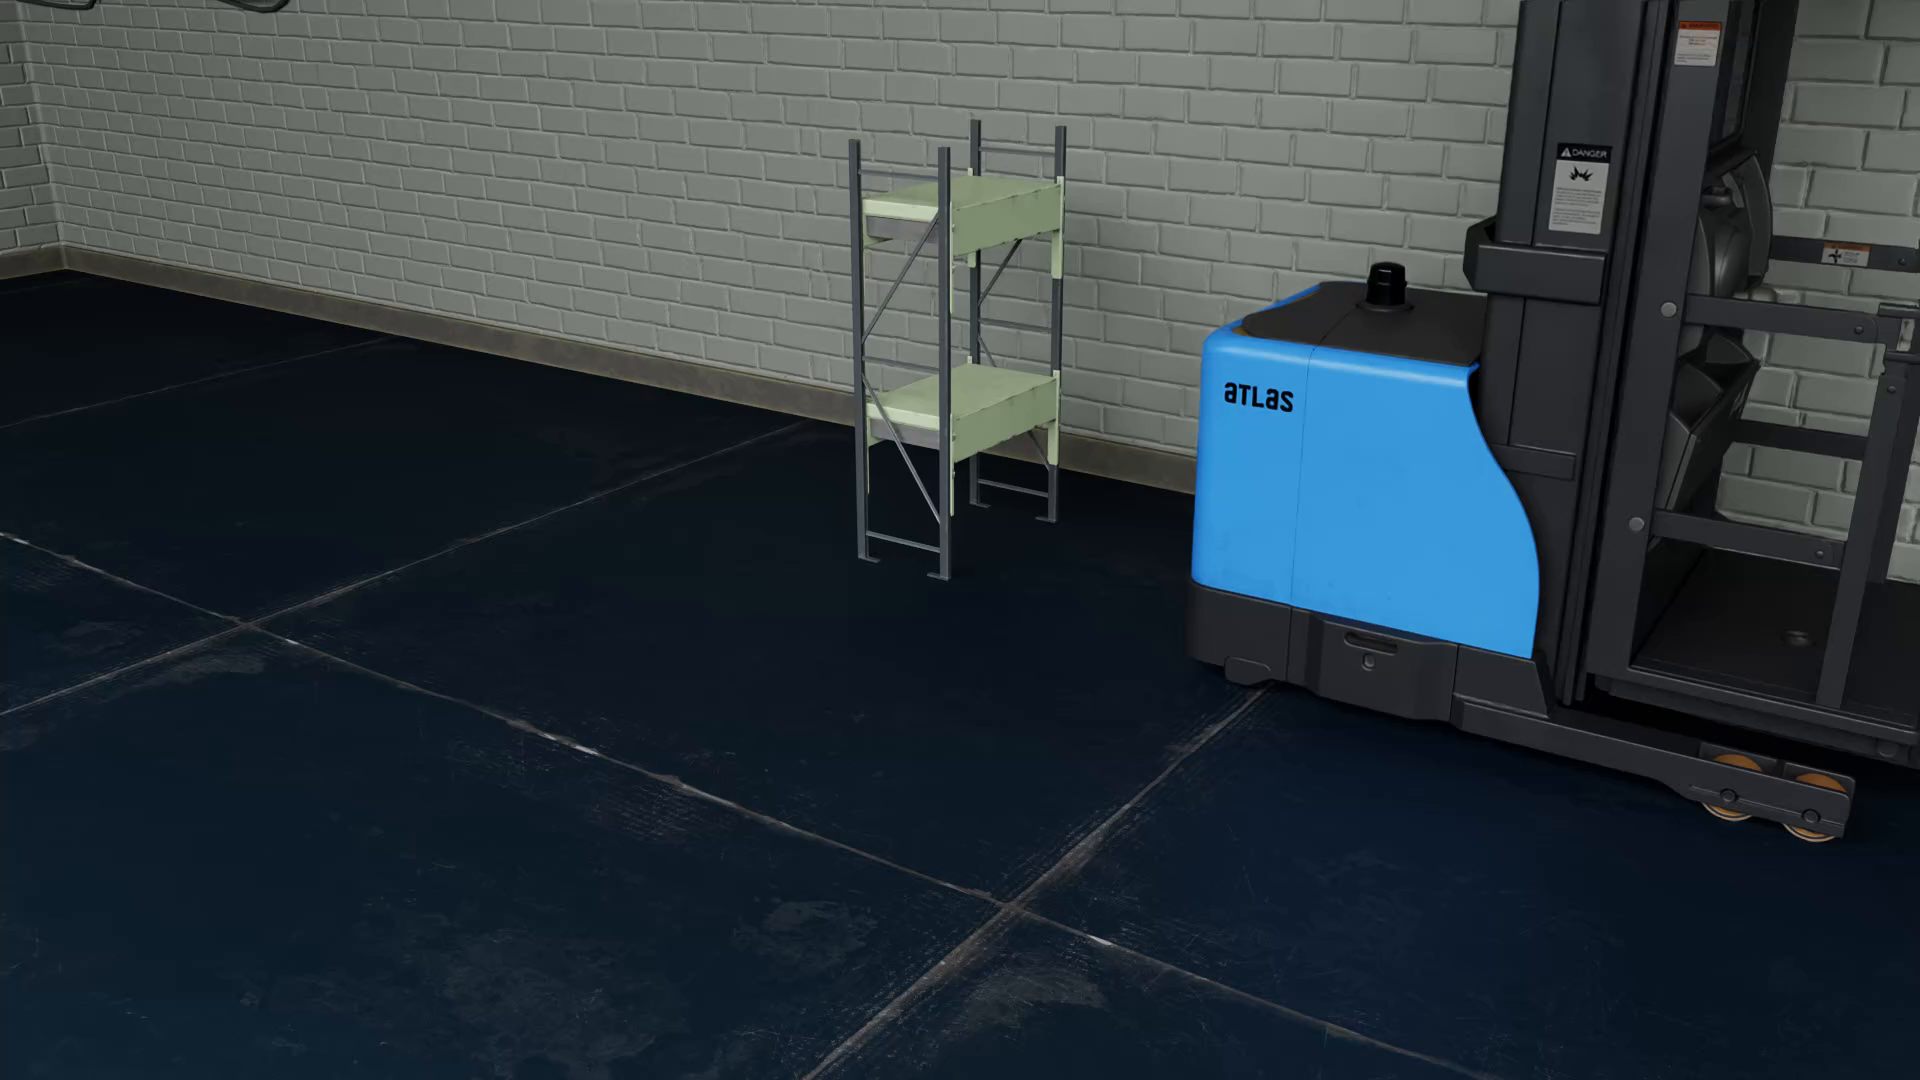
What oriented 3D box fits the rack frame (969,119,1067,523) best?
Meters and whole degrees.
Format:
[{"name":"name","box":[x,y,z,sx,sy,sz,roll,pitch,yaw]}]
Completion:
[{"name":"rack frame","box":[0.209,-0.810,6.294,0.400,1.500,0.023,13,24,32]}]

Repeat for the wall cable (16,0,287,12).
[{"name":"wall cable","box":[-4.840,-4.302,9.401,3.097,2.526,0.112,13,24,32]}]

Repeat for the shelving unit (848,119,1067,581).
[{"name":"shelving unit","box":[0.004,-0.705,6.010,0.431,1.500,0.755,13,24,32]}]

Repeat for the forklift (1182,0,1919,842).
[{"name":"forklift","box":[2.201,-0.822,4.263,3.031,2.935,1.130,13,24,31]}]

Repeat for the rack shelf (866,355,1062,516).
[{"name":"rack shelf","box":[0.004,-0.400,6.123,0.431,0.370,0.720,13,24,32]}]

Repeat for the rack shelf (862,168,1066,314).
[{"name":"rack shelf","box":[0.004,-1.071,5.875,0.431,0.370,0.720,13,24,32]}]

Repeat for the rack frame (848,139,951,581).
[{"name":"rack frame","box":[-0.202,-0.600,5.726,0.400,1.500,0.023,13,24,32]}]
